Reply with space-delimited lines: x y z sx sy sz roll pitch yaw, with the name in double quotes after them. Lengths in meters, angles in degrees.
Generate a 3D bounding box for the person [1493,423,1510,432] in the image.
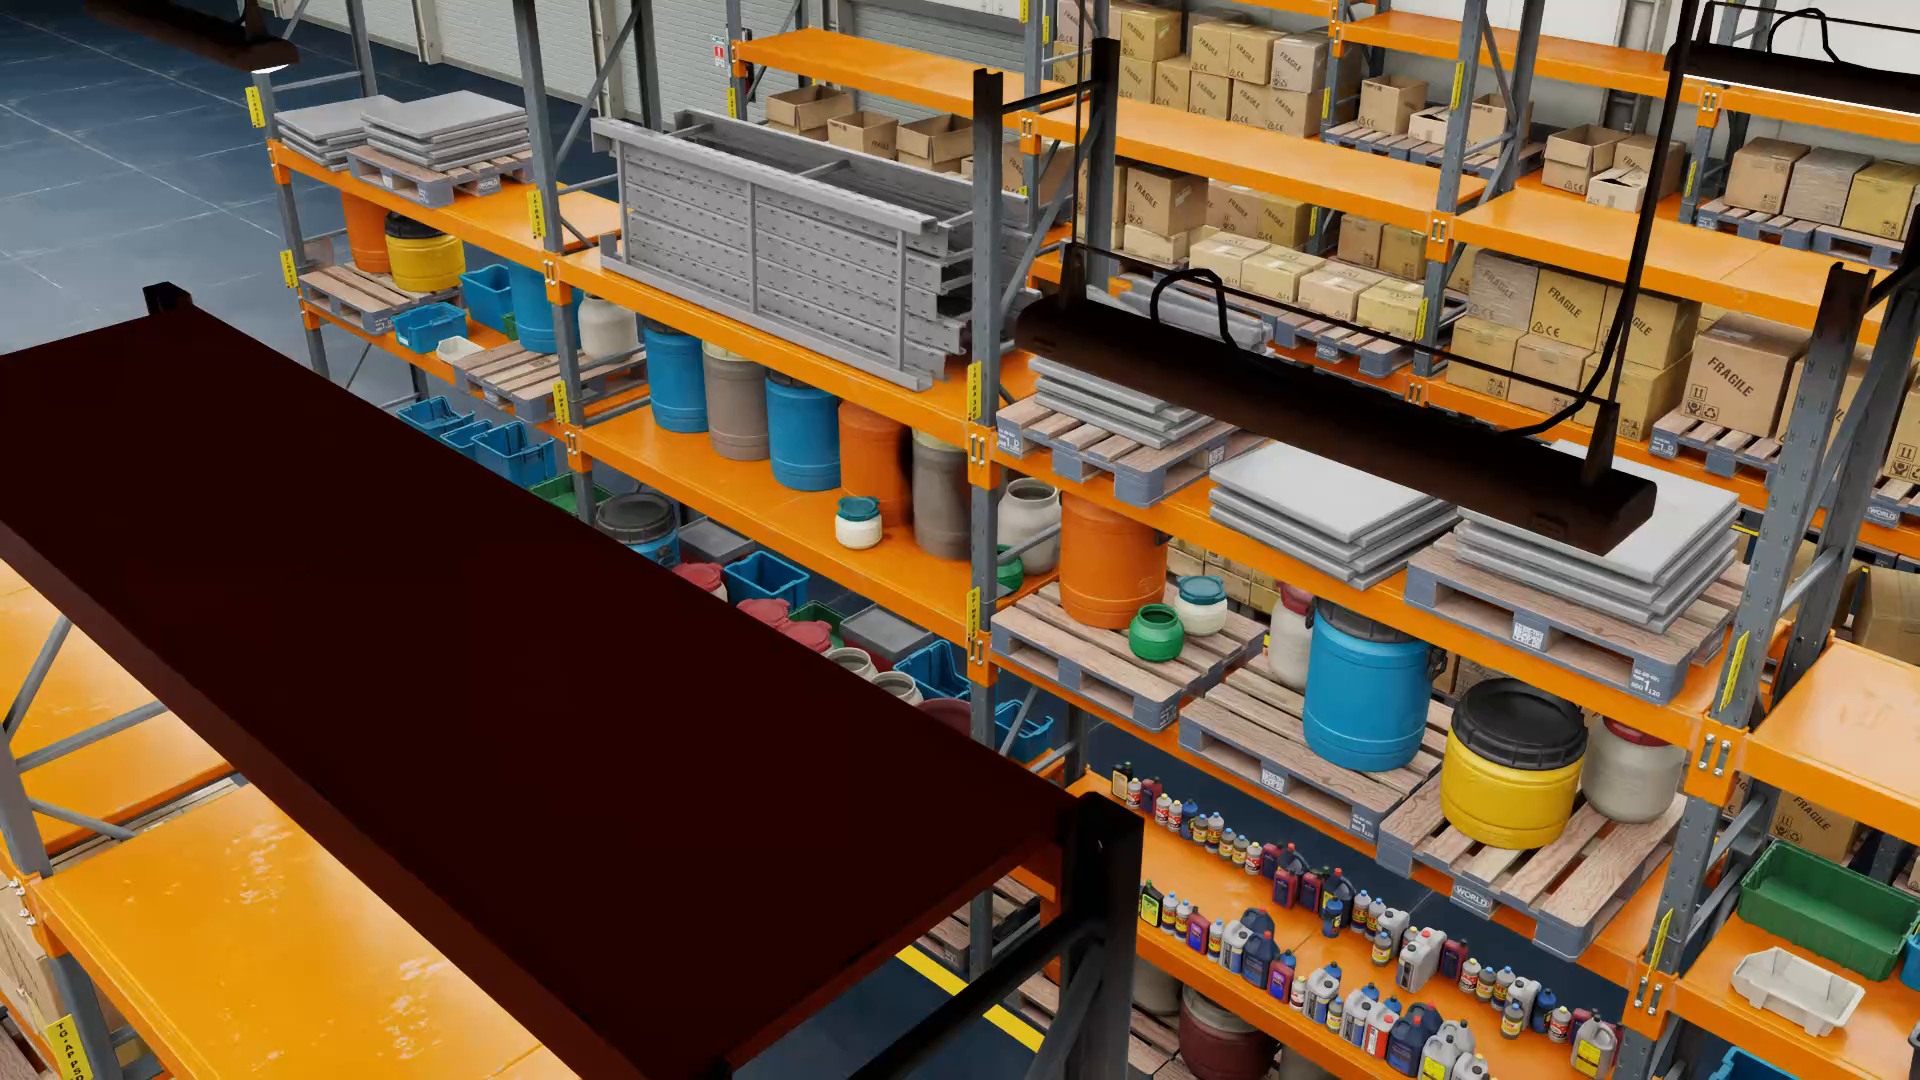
4.741 -0.361 15.098 0.506 1.809 0.603 -4 30 -6 "person"
